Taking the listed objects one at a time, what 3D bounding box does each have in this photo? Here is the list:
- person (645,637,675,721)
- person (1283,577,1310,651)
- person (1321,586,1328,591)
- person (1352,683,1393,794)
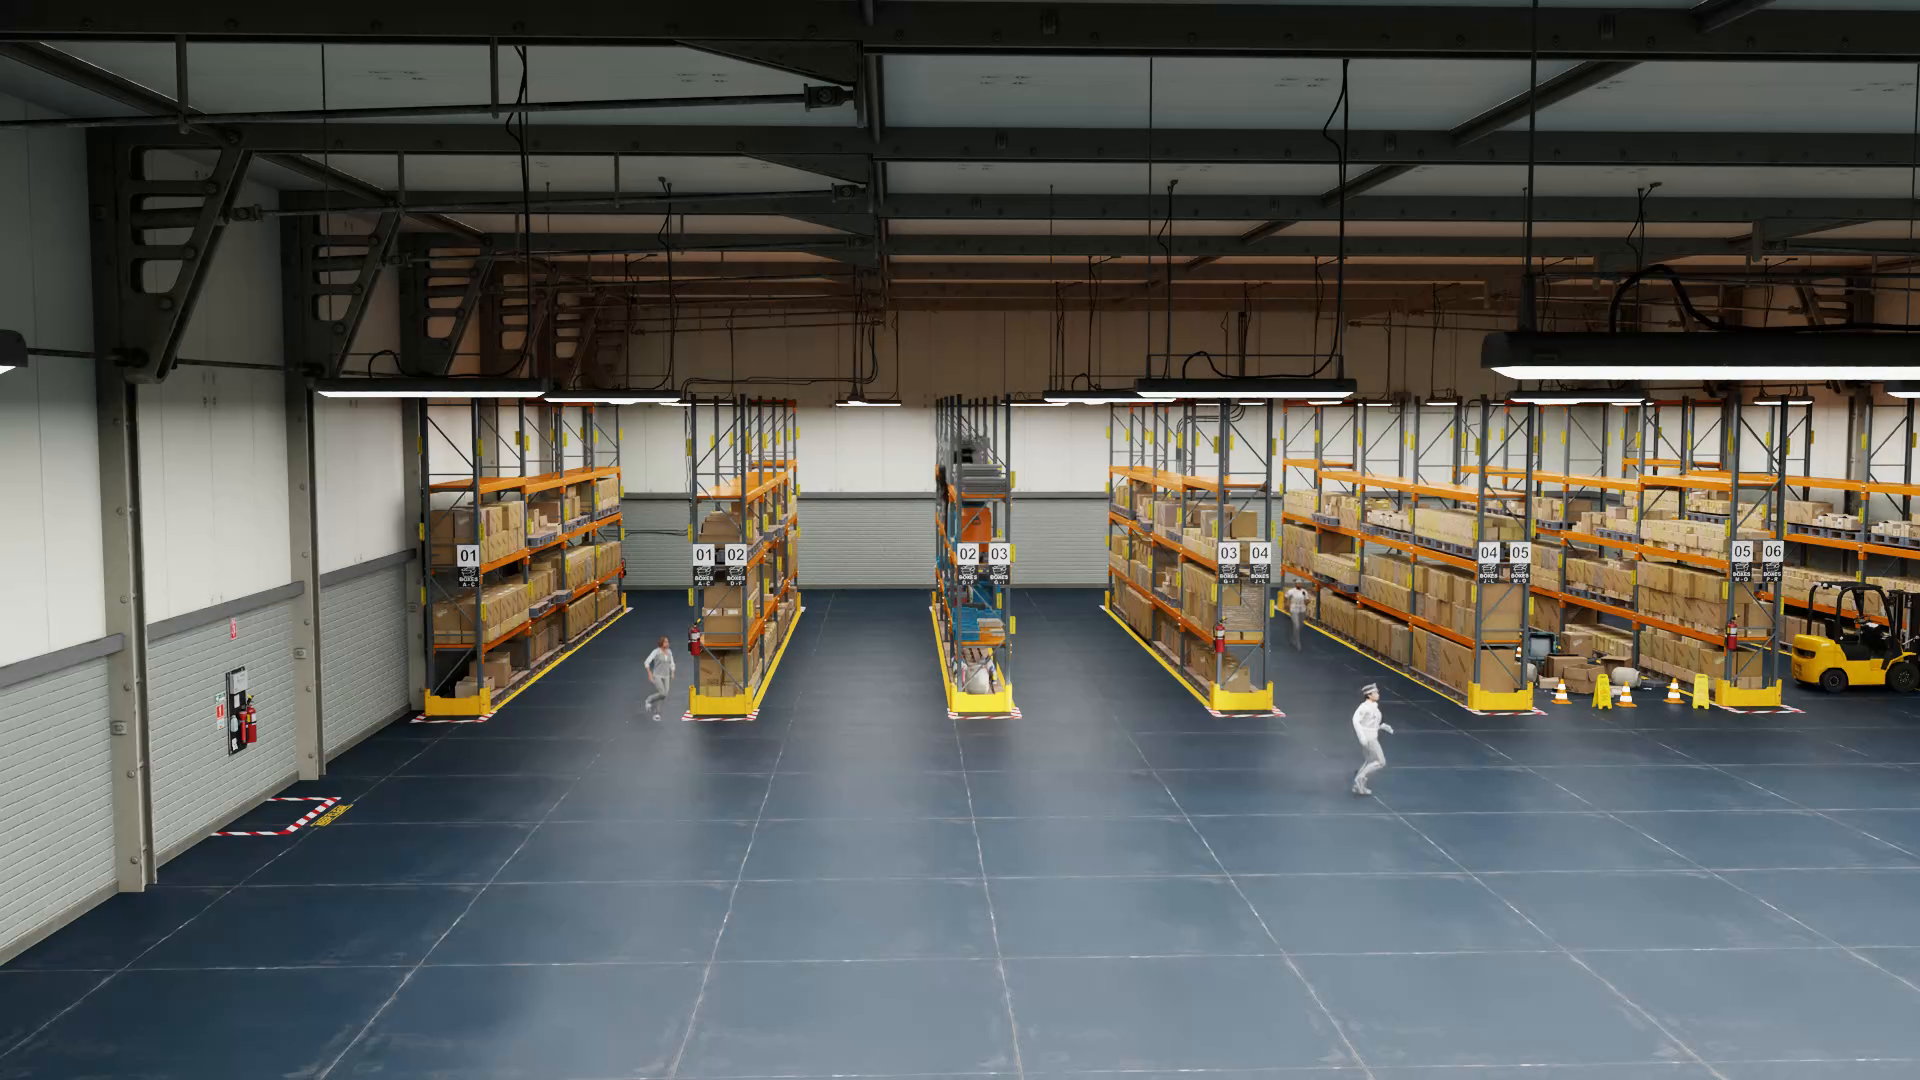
[{"bbox_3d":[-5.504,2.547,30.716,0.582,1.518,0.502,-4,6,-43],"label":"person"},{"bbox_3d":[8.053,1.743,39.657,0.562,1.716,0.885,-1,5,-12],"label":"person"},{"bbox_3d":[10.643,1.102,49.008,0.491,1.547,0.778,3,5,35],"label":"person"},{"bbox_3d":[6.122,2.946,24.679,0.560,1.662,0.623,2,5,21],"label":"person"}]
